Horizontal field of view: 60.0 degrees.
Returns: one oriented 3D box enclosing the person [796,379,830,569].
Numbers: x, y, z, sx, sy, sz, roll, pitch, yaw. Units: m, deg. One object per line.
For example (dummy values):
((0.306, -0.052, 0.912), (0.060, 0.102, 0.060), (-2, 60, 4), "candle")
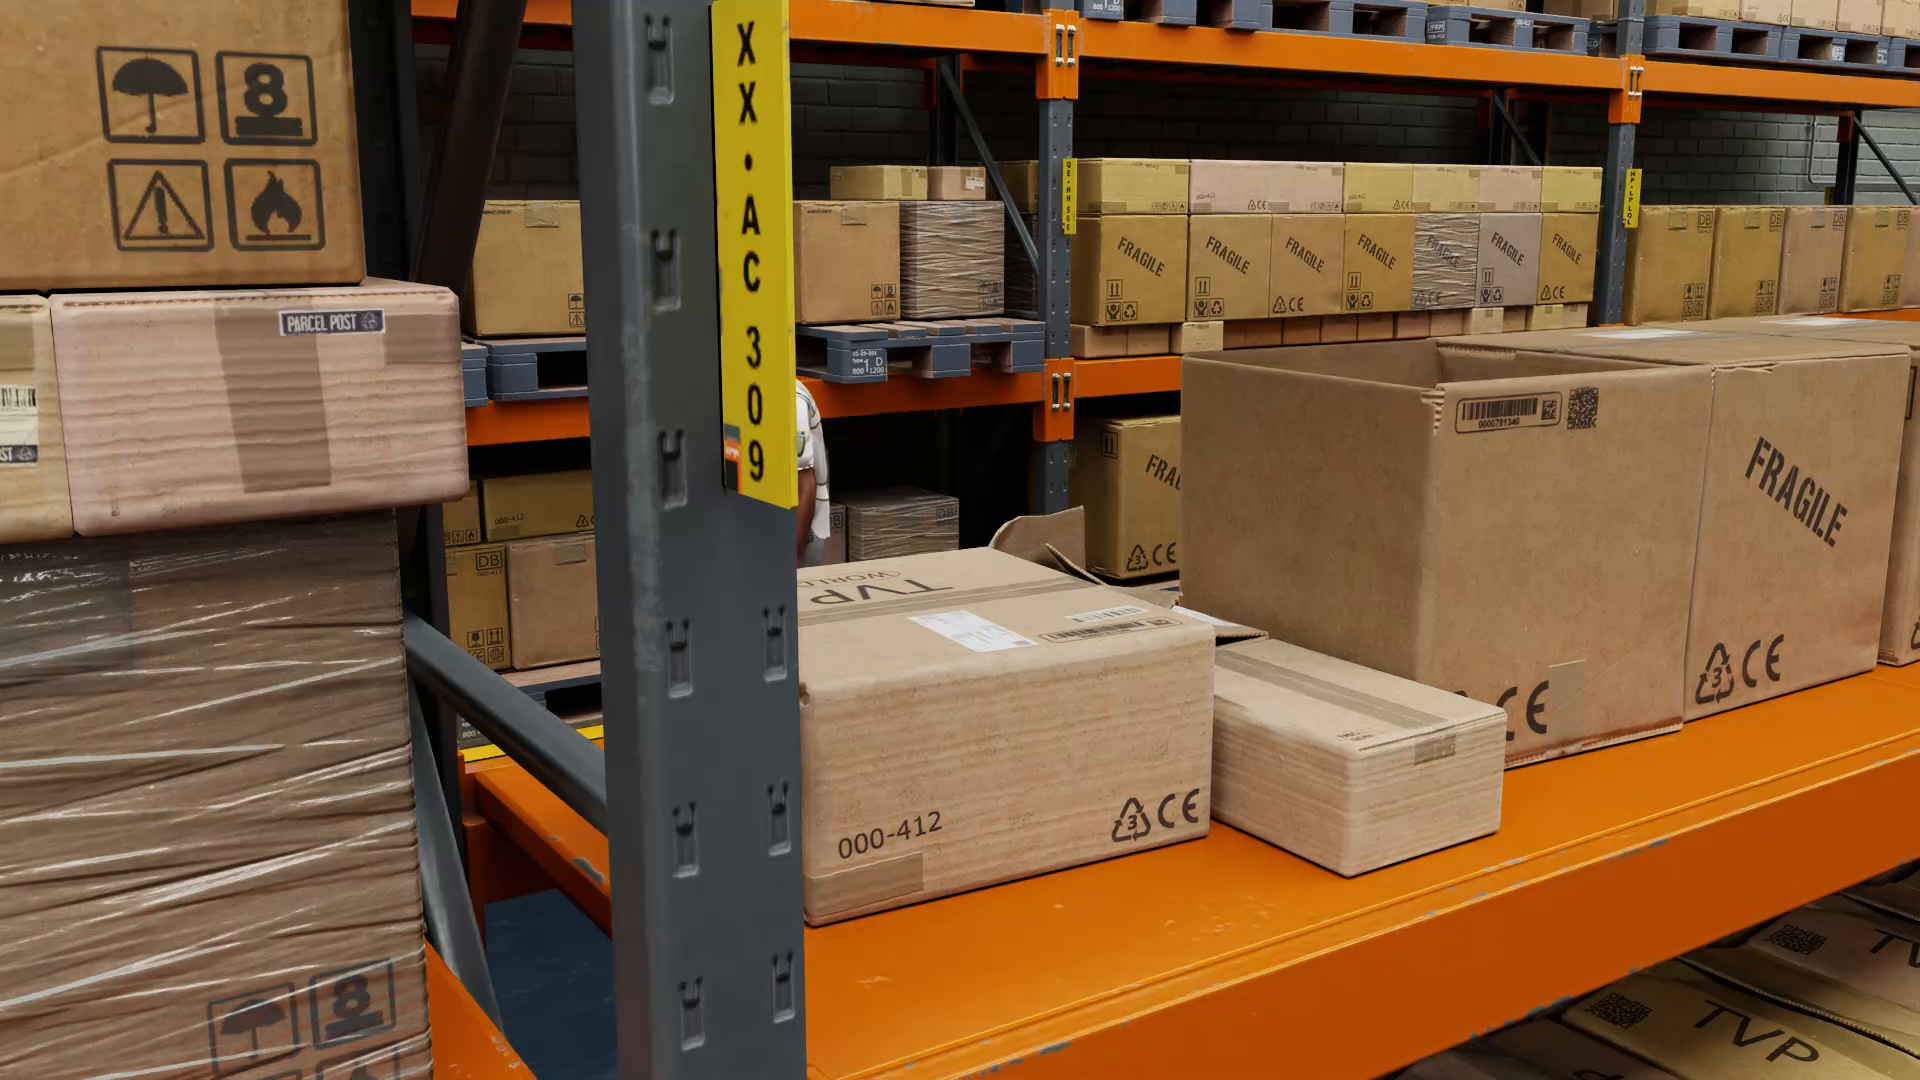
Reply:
((-0.687, 0.021, 5.848), (0.421, 1.656, 0.503), (-8, 14, -33), "person")
